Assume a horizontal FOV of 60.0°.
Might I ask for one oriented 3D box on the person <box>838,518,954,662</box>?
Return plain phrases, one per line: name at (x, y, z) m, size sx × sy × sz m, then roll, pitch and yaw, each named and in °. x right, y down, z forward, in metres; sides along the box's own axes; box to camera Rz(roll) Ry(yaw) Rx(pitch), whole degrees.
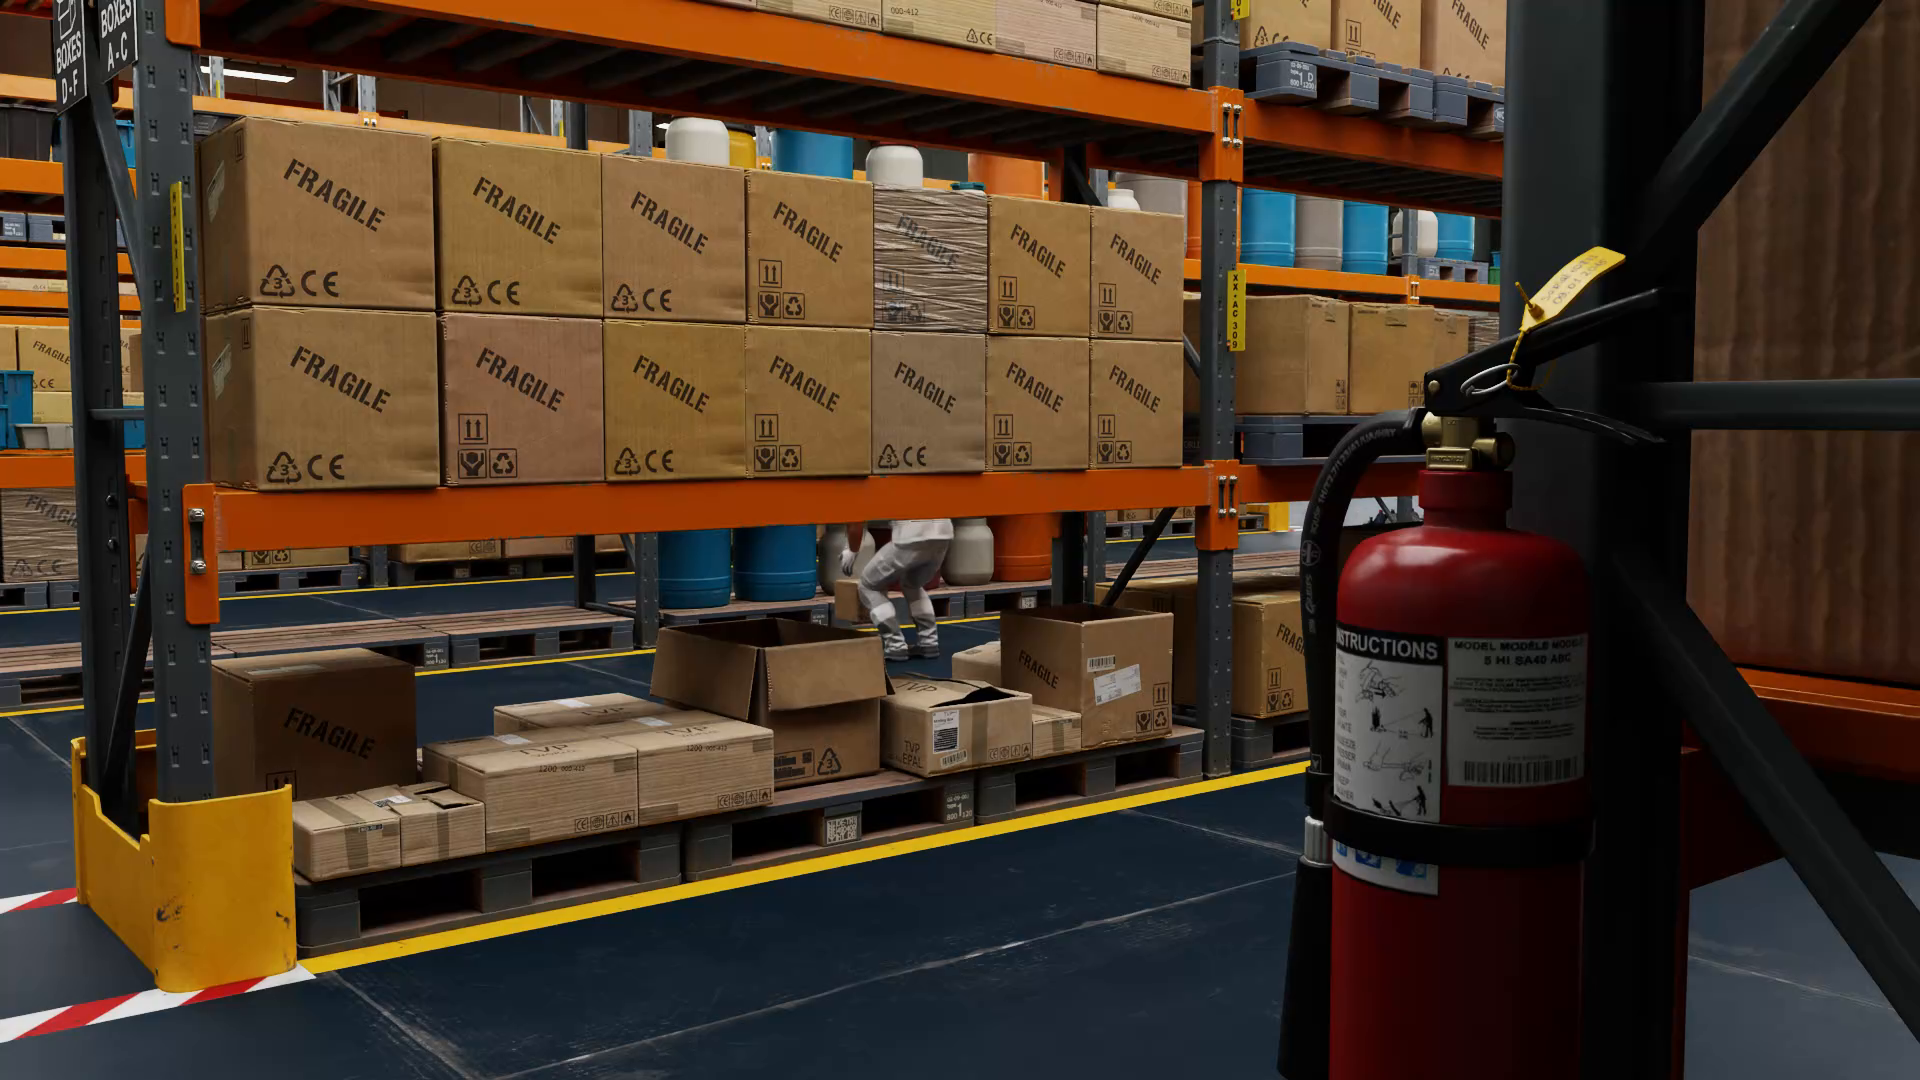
person at (-0.408, 0.033, 10.366) m, size 0.584 × 1.414 × 0.765 m, roll -3°, pitch 5°, yaw -39°
